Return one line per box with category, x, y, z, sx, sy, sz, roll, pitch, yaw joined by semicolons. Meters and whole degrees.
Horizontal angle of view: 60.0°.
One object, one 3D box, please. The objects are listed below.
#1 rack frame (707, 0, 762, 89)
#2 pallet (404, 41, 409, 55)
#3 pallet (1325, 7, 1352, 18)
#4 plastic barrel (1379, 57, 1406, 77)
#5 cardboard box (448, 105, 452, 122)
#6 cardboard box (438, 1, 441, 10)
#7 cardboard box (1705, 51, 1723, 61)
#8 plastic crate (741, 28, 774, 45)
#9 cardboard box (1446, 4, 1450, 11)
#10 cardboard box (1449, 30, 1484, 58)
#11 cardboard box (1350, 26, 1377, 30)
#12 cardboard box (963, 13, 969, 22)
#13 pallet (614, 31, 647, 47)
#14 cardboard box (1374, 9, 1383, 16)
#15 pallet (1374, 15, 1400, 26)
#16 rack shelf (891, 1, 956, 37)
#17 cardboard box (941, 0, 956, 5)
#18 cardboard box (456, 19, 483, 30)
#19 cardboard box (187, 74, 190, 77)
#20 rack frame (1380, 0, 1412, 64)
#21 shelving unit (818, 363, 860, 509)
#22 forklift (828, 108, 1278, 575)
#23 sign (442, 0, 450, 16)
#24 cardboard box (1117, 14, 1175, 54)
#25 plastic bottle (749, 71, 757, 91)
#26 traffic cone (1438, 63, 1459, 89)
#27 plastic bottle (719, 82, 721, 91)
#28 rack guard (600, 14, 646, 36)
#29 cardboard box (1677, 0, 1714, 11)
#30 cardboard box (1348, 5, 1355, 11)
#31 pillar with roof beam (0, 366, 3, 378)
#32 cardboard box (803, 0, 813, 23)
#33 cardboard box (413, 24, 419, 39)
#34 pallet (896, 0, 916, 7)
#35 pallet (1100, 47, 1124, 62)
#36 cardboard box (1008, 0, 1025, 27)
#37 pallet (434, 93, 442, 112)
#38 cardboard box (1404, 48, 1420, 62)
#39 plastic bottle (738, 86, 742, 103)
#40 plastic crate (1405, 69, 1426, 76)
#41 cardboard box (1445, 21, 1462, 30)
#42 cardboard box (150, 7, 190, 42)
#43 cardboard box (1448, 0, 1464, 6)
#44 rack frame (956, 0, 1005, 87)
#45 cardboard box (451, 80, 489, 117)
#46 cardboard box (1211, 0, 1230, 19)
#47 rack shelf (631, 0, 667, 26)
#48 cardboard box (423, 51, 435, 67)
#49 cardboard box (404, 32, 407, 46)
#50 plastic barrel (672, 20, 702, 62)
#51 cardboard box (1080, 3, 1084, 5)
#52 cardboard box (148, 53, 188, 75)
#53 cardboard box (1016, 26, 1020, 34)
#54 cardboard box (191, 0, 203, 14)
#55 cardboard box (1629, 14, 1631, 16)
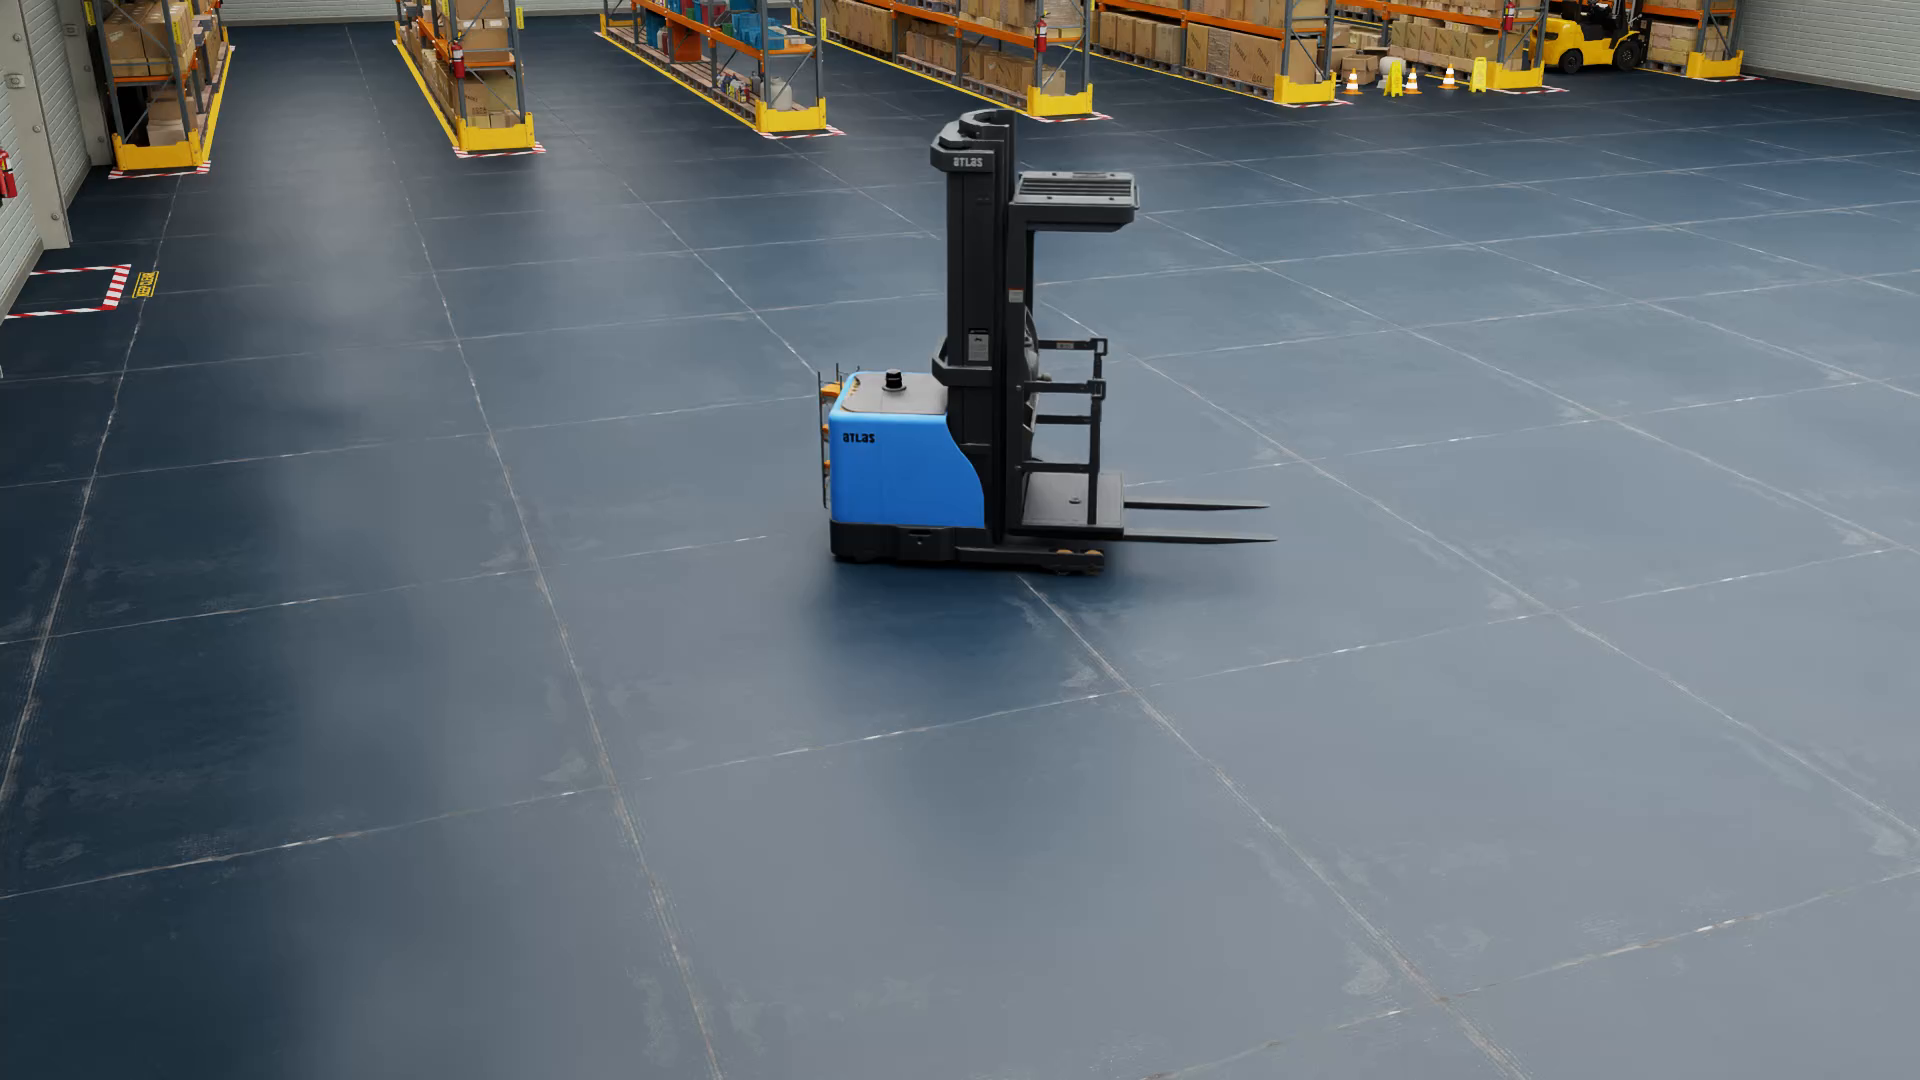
rack frame;-4.223;-9.834;31.221;1.000;3.000;0.127;-8;24;-19
pallet;-12.361;-11.471;38.695;1.003;0.211;1.213;-8;24;-19
pallet;10.821;-14.871;46.762;1.003;0.211;1.213;-8;24;-19
plastic barrel;8.948;-9.776;34.399;0.512;0.421;0.421;8;24;18
cardboard box;-8.278;-7.145;27.839;0.500;0.250;0.500;-8;24;-19
cardboard box;-8.945;-9.377;29.171;0.380;0.149;0.250;-8;24;-19
cardboard box;15.746;-10.234;35.169;0.500;0.250;0.500;-8;24;-19
plastic crate;-3.491;-8.690;28.697;0.499;0.251;0.408;-8;24;-19
cardboard box;10.240;-10.969;34.236;0.380;0.149;0.250;-8;24;-19
cardboard box;10.380;-10.137;33.972;0.500;0.500;0.500;-7;24;-17
cardboard box;8.989;-11.560;38.157;0.950;0.372;0.625;-8;24;-17
cardboard box;0.281;-10.186;32.379;0.380;0.149;0.250;-8;24;-19
pallet;-7.780;-12.162;40.334;1.003;0.211;1.213;-8;24;-19
cardboard box;11.458;-14.298;44.488;0.500;0.500;0.500;-7;24;-17
pallet;11.820;-13.887;44.427;1.003;0.211;1.213;-8;24;-19
rack shelf;-0.296;-10.909;34.697;1.077;0.370;4.000;-8;24;-19
cardboard box;0.261;-11.292;33.365;1.000;1.000;1.000;-8;24;-19
cardboard box;-7.759;-8.160;26.285;0.380;0.149;0.250;-9;24;-20
cardboard box;-13.997;-7.972;29.454;0.700;0.500;0.500;-9;24;-20
rack frame;9.681;-11.874;36.059;1.000;3.000;0.127;-8;24;-19
shelving unit;-0.867;-0.748;12.170;0.215;1.050;0.252;11;25;26
forklift;0.658;-1.329;11.129;3.031;2.935;1.130;2;23;5
sign;-7.958;-8.276;25.728;0.100;0.325;0.005;-8;24;-19
cardboard box;4.116;-11.217;36.857;1.050;0.750;0.750;-8;24;-18
plastic bottle;-3.861;-8.602;31.141;0.144;0.351;0.185;-8;24;-19
traffic cone;9.736;-9.230;33.054;0.336;0.463;0.334;-8;24;-19
plastic bottle;-4.449;-8.498;31.086;0.097;0.201;0.097;0;23;0
rack guard;-8.483;-13.050;42.068;1.175;0.500;0.348;-8;24;-19
cardboard box;15.317;-11.291;34.549;0.500;0.500;0.500;-9;24;-20
cardboard box;10.900;-14.688;45.717;0.396;0.266;0.258;-7;24;-17
pillar with roof beam;-4.868;-6.152;14.760;9.100;9.000;0.400;-8;24;-19
cardboard box;-3.528;-13.867;42.983;0.875;0.875;0.875;-8;24;-19
cardboard box;-11.211;-10.705;34.972;0.500;0.250;0.500;-9;24;-20
pallet;-0.651;-11.635;35.739;1.213;0.211;1.003;-8;24;-19
pallet;3.881;-11.029;37.646;1.003;0.211;1.213;-8;24;-19
cardboard box;1.366;-9.612;30.183;0.875;0.500;0.500;-8;24;-19
pallet;-9.155;-8.133;30.775;1.003;0.211;1.213;-8;24;-19
cardboard box;9.836;-10.356;35.458;0.500;0.250;0.500;-7;24;-16
plastic bottle;-3.928;-7.979;29.750;0.061;0.283;0.133;-8;24;-18
plastic crate;9.469;-9.845;35.006;0.402;0.080;0.583;-18;29;-37
cardboard box;10.198;-10.558;34.137;0.380;0.149;0.250;-7;24;-17
cardboard box;-12.686;-8.266;26.702;0.500;0.500;0.500;-9;24;-21
cardboard box;10.299;-11.128;33.777;0.500;0.500;0.500;-8;24;-19
rack frame;0.410;-10.514;32.833;1.000;3.000;0.127;-8;24;-19
cardboard box;-7.913;-7.129;26.835;0.500;0.500;0.500;-8;24;-19
cardboard box;5.524;-10.685;33.047;0.875;0.550;0.550;-8;24;-19
rack shelf;-6.343;-11.683;36.533;1.077;0.370;4.000;-8;24;-19
cardboard box;-10.168;-9.374;32.406;0.500;0.311;0.500;-9;24;-20
cardboard box;-12.416;-11.467;37.990;0.500;0.311;0.500;-8;24;-19
plastic barrel;-5.825;-10.657;35.425;0.600;0.830;0.708;-8;24;-19
cardboard box;2.833;-12.580;39.446;0.500;0.250;0.500;-8;24;-18
cardboard box;-11.954;-7.183;25.097;0.500;0.250;0.500;-9;25;-21
cardboard box;1.231;-9.288;30.247;0.380;0.149;0.250;-8;24;-19
cardboard box;-14.837;-10.332;31.865;0.500;0.500;0.500;-8;24;-17
cardboard box;14.872;-11.609;37.143;0.500;0.250;0.500;-9;24;-20
